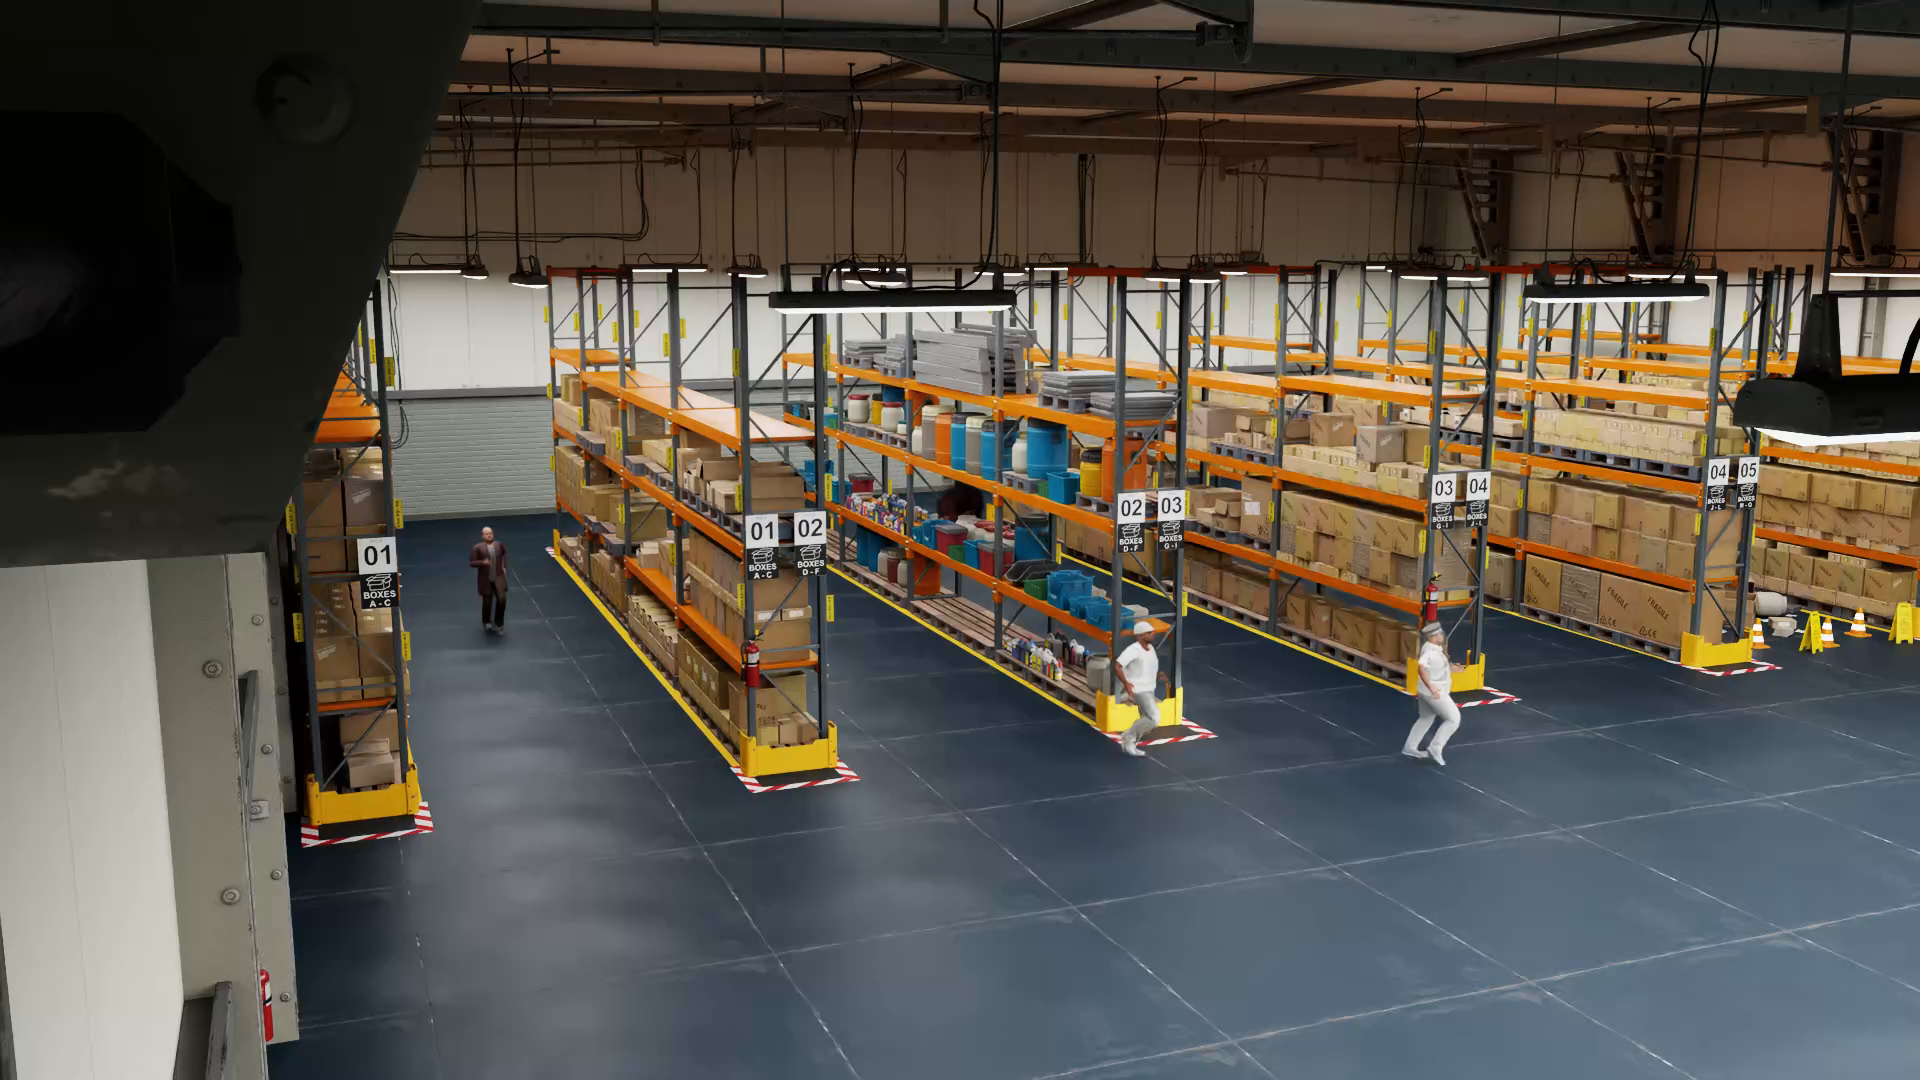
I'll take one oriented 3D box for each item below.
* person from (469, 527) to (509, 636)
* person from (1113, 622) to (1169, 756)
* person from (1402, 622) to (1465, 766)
[{"bbox_3d":[-7.781,0.693,27.595,0.688,1.834,0.785,-6,11,-29],"label":"person"},{"bbox_3d":[2.318,1.877,20.892,0.576,1.718,0.690,6,12,31],"label":"person"},{"bbox_3d":[5.909,1.908,20.654,0.717,1.814,0.633,0,10,-1],"label":"person"}]
